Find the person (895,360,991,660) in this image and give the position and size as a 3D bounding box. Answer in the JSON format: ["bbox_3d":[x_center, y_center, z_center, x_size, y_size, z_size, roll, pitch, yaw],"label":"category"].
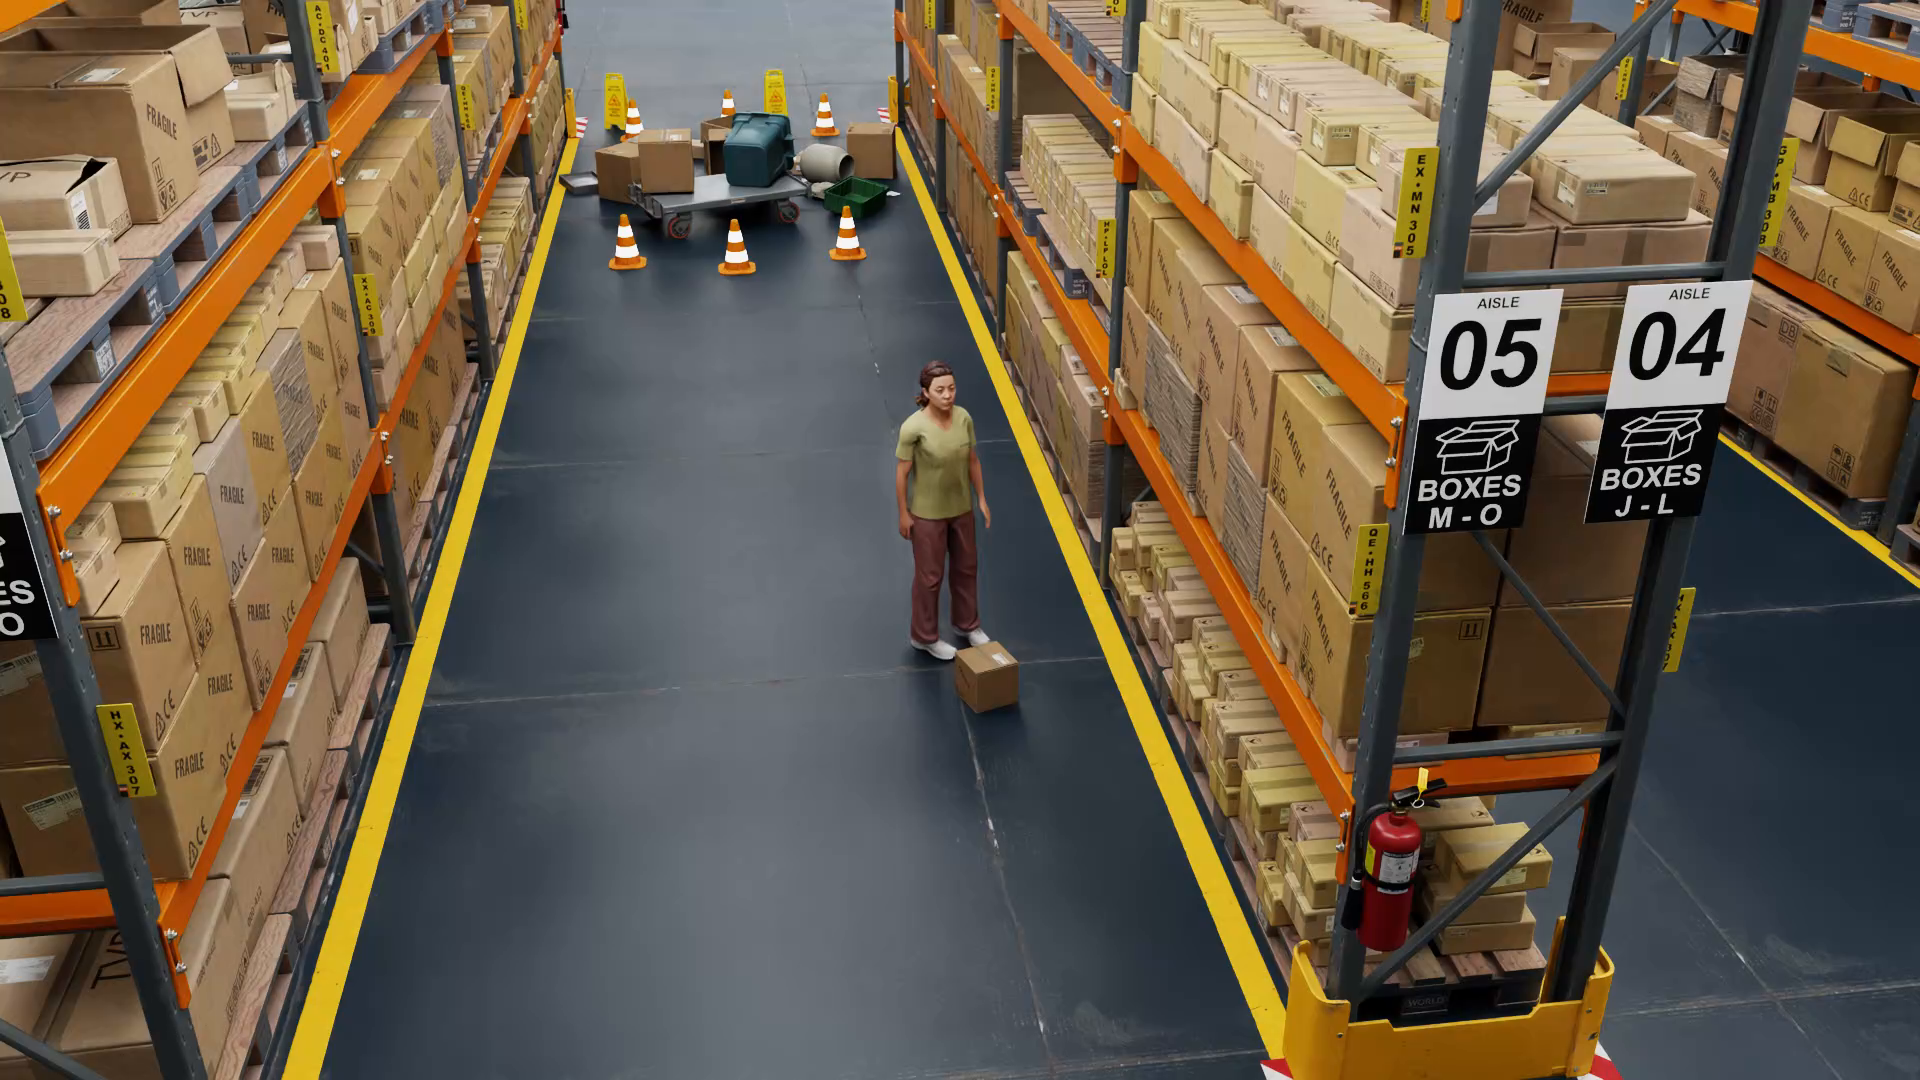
[{"bbox_3d":[-0.089,-0.127,8.882,0.482,1.633,0.366,-17,32,-30],"label":"person"}]
